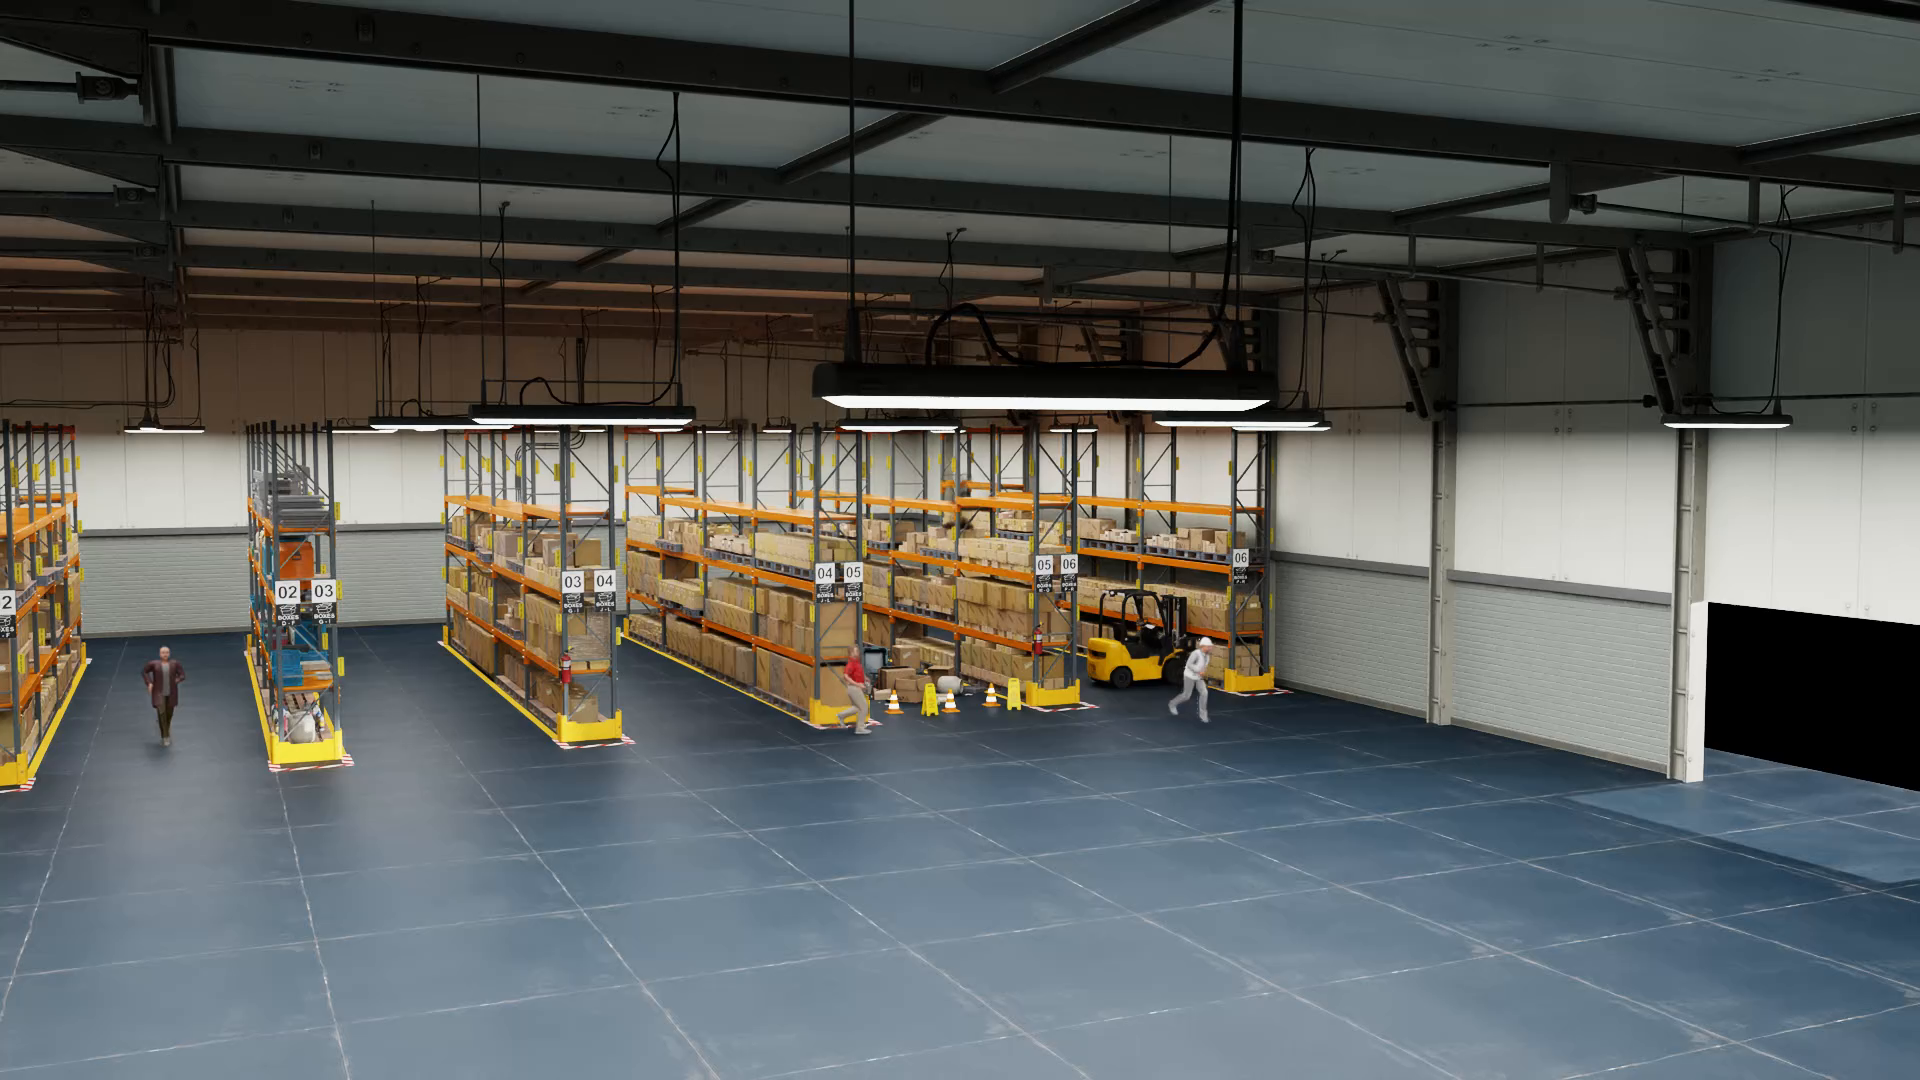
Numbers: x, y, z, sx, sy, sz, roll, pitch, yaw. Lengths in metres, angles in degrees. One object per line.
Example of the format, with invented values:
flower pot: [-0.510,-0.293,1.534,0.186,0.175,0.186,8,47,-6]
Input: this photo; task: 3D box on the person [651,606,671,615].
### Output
person: [-8.808,1.795,48.949,0.929,1.699,0.566,0,4,-4]

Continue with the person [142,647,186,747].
person: [-14.797,2.884,30.958,0.705,1.802,1.047,-3,4,-36]

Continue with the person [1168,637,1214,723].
person: [4.665,2.798,33.540,1.046,1.732,0.697,3,5,39]

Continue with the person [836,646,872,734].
person: [-2.054,2.883,31.967,0.721,1.677,0.668,0,4,4]
